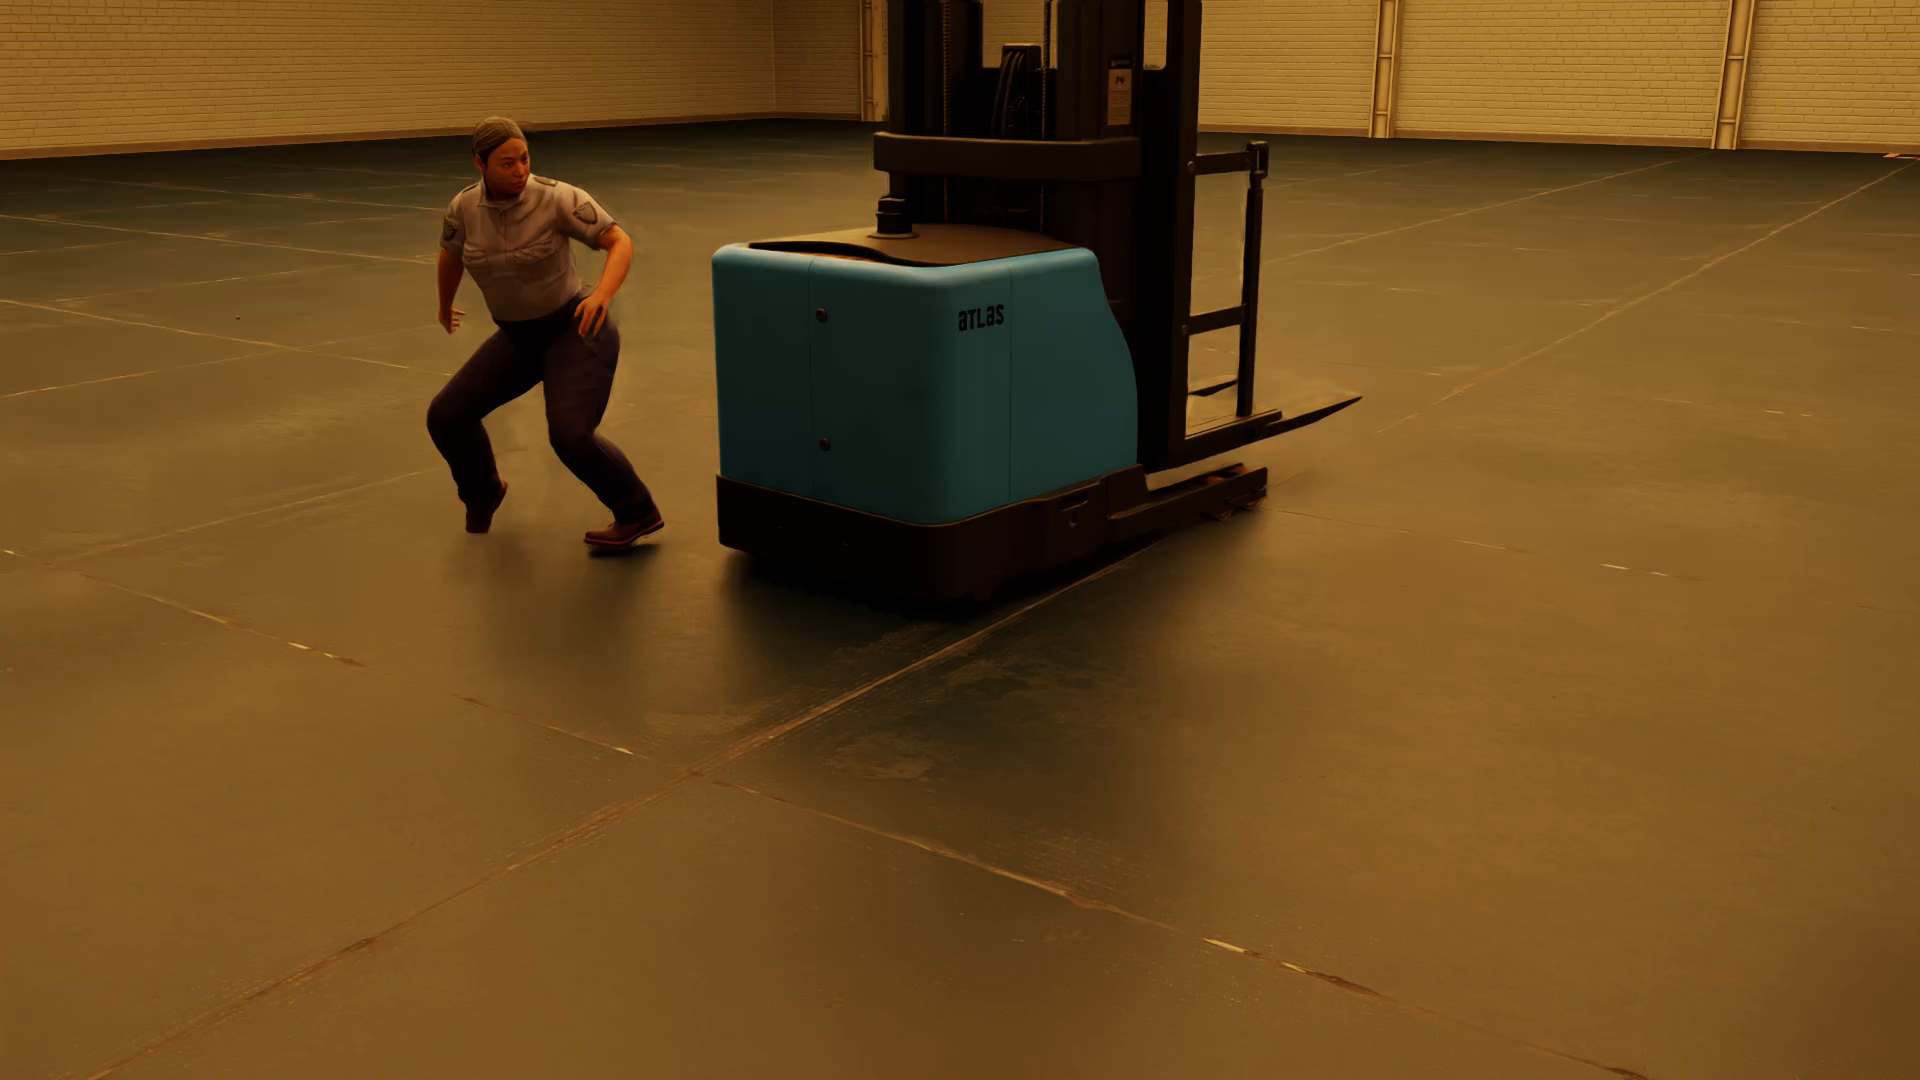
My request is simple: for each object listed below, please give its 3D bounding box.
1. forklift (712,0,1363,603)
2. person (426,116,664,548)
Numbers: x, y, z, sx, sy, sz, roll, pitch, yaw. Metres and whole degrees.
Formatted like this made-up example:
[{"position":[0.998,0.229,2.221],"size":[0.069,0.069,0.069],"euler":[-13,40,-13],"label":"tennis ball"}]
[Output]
[{"position":[0.523,-1.561,6.052],"size":[1.130,2.935,3.031],"euler":[14,22,39],"label":"forklift"},{"position":[-1.509,-0.658,5.726],"size":[0.946,1.566,0.510],"euler":[7,18,22],"label":"person"}]
